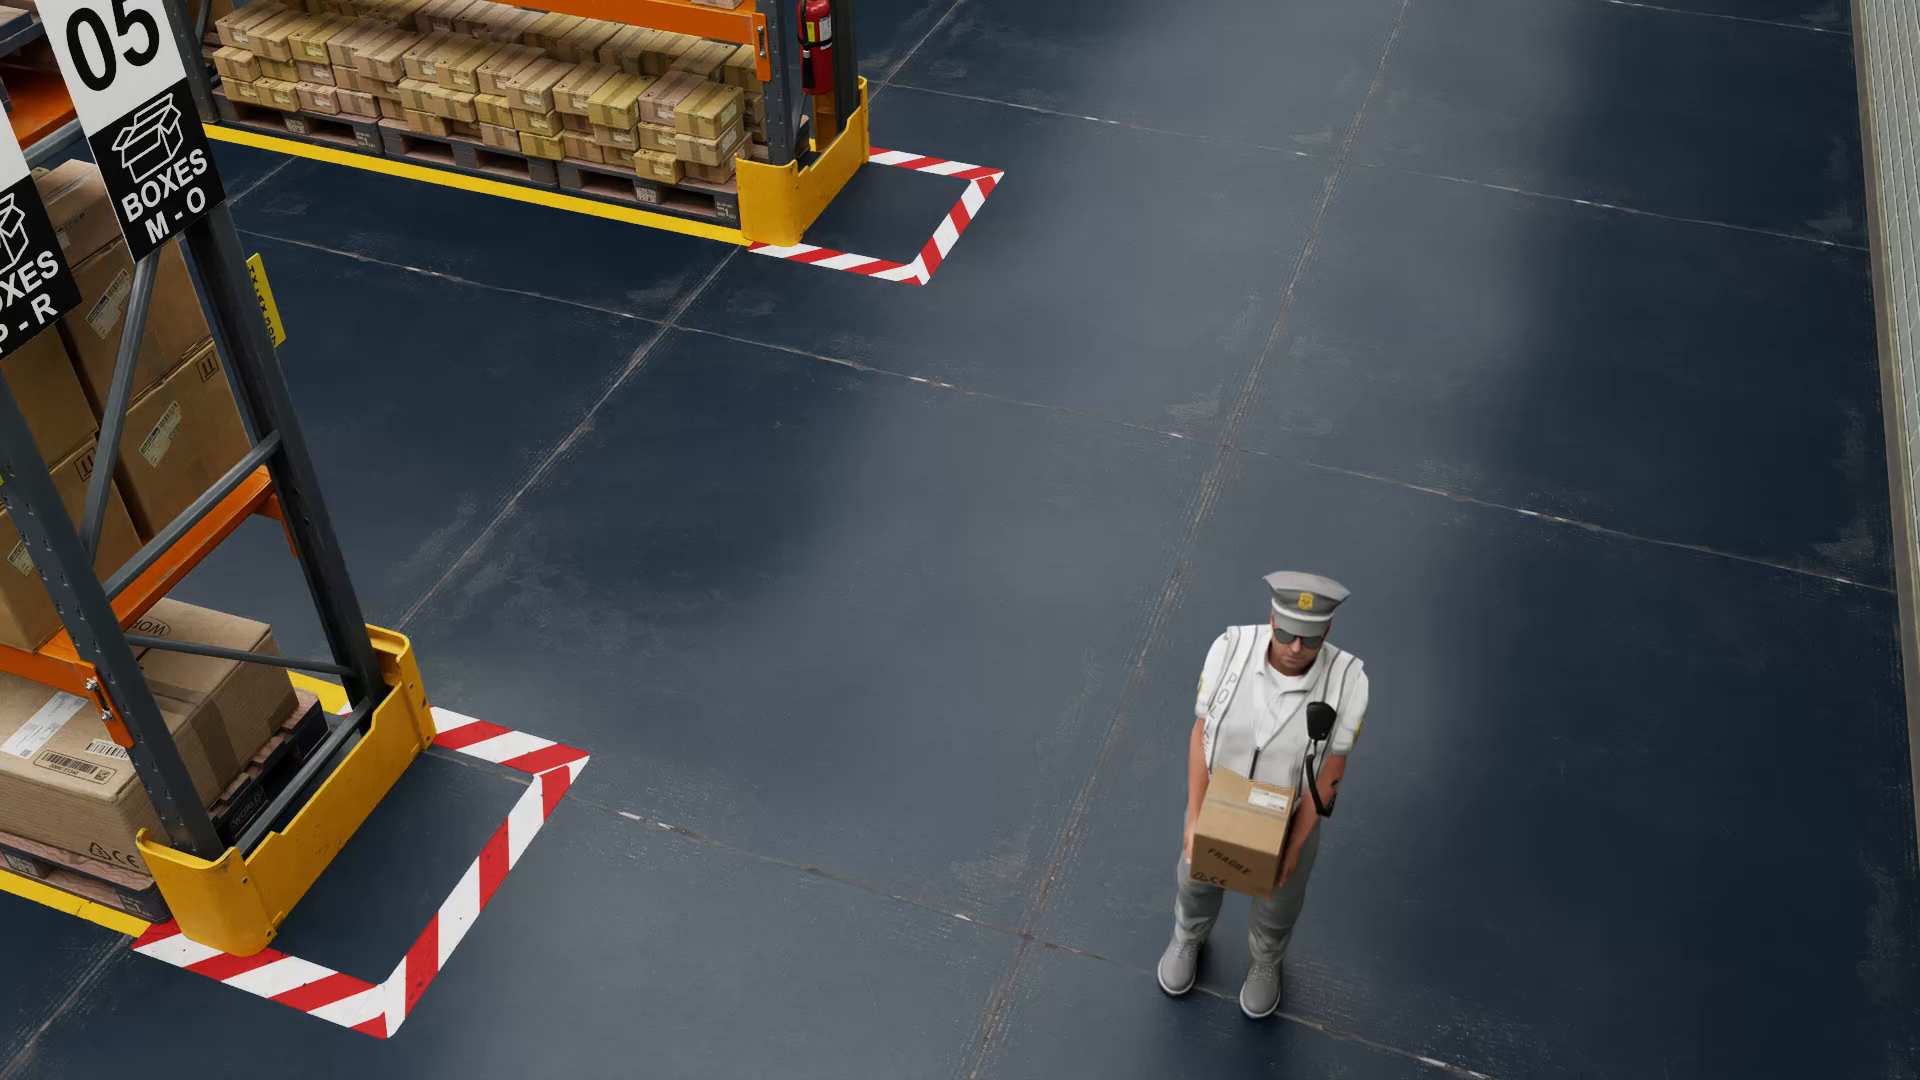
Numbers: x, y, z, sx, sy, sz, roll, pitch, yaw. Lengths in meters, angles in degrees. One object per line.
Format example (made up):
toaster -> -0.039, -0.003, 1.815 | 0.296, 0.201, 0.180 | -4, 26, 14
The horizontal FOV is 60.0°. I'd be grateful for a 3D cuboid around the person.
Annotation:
person -> 0.924, 0.851, 5.163 | 0.496, 1.772, 0.561 | 13, 43, 15
